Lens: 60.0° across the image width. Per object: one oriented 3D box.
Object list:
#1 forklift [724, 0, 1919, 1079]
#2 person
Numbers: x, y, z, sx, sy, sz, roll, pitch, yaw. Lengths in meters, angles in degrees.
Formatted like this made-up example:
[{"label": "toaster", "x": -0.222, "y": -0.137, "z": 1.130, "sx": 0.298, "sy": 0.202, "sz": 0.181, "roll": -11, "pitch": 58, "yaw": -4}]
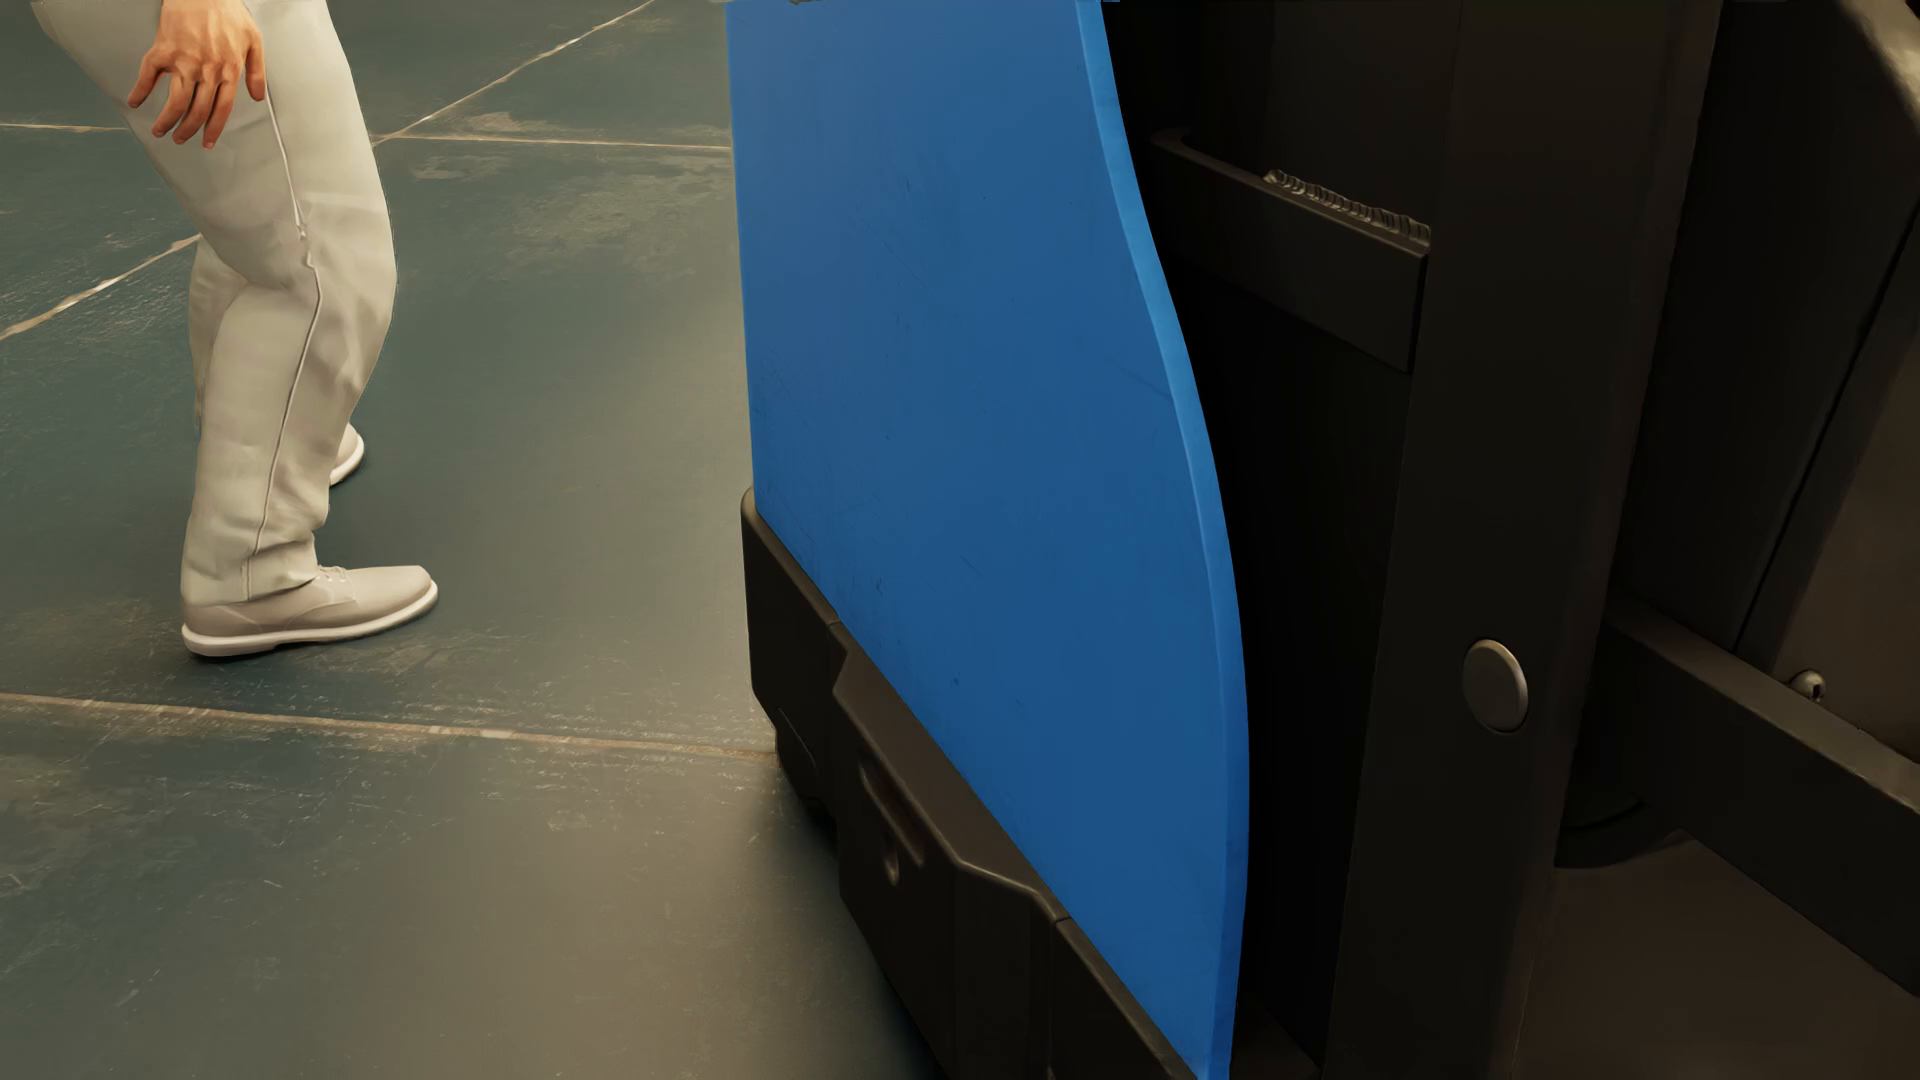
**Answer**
[{"label": "forklift", "x": 0.812, "y": -0.582, "z": 0.383, "sx": 1.130, "sy": 2.935, "sz": 3.031, "roll": -11, "pitch": 29, "yaw": -21}, {"label": "person", "x": -0.938, "y": -0.714, "z": 2.015, "sx": 0.425, "sy": 1.720, "sz": 0.868, "roll": -17, "pitch": 31, "yaw": -31}]
